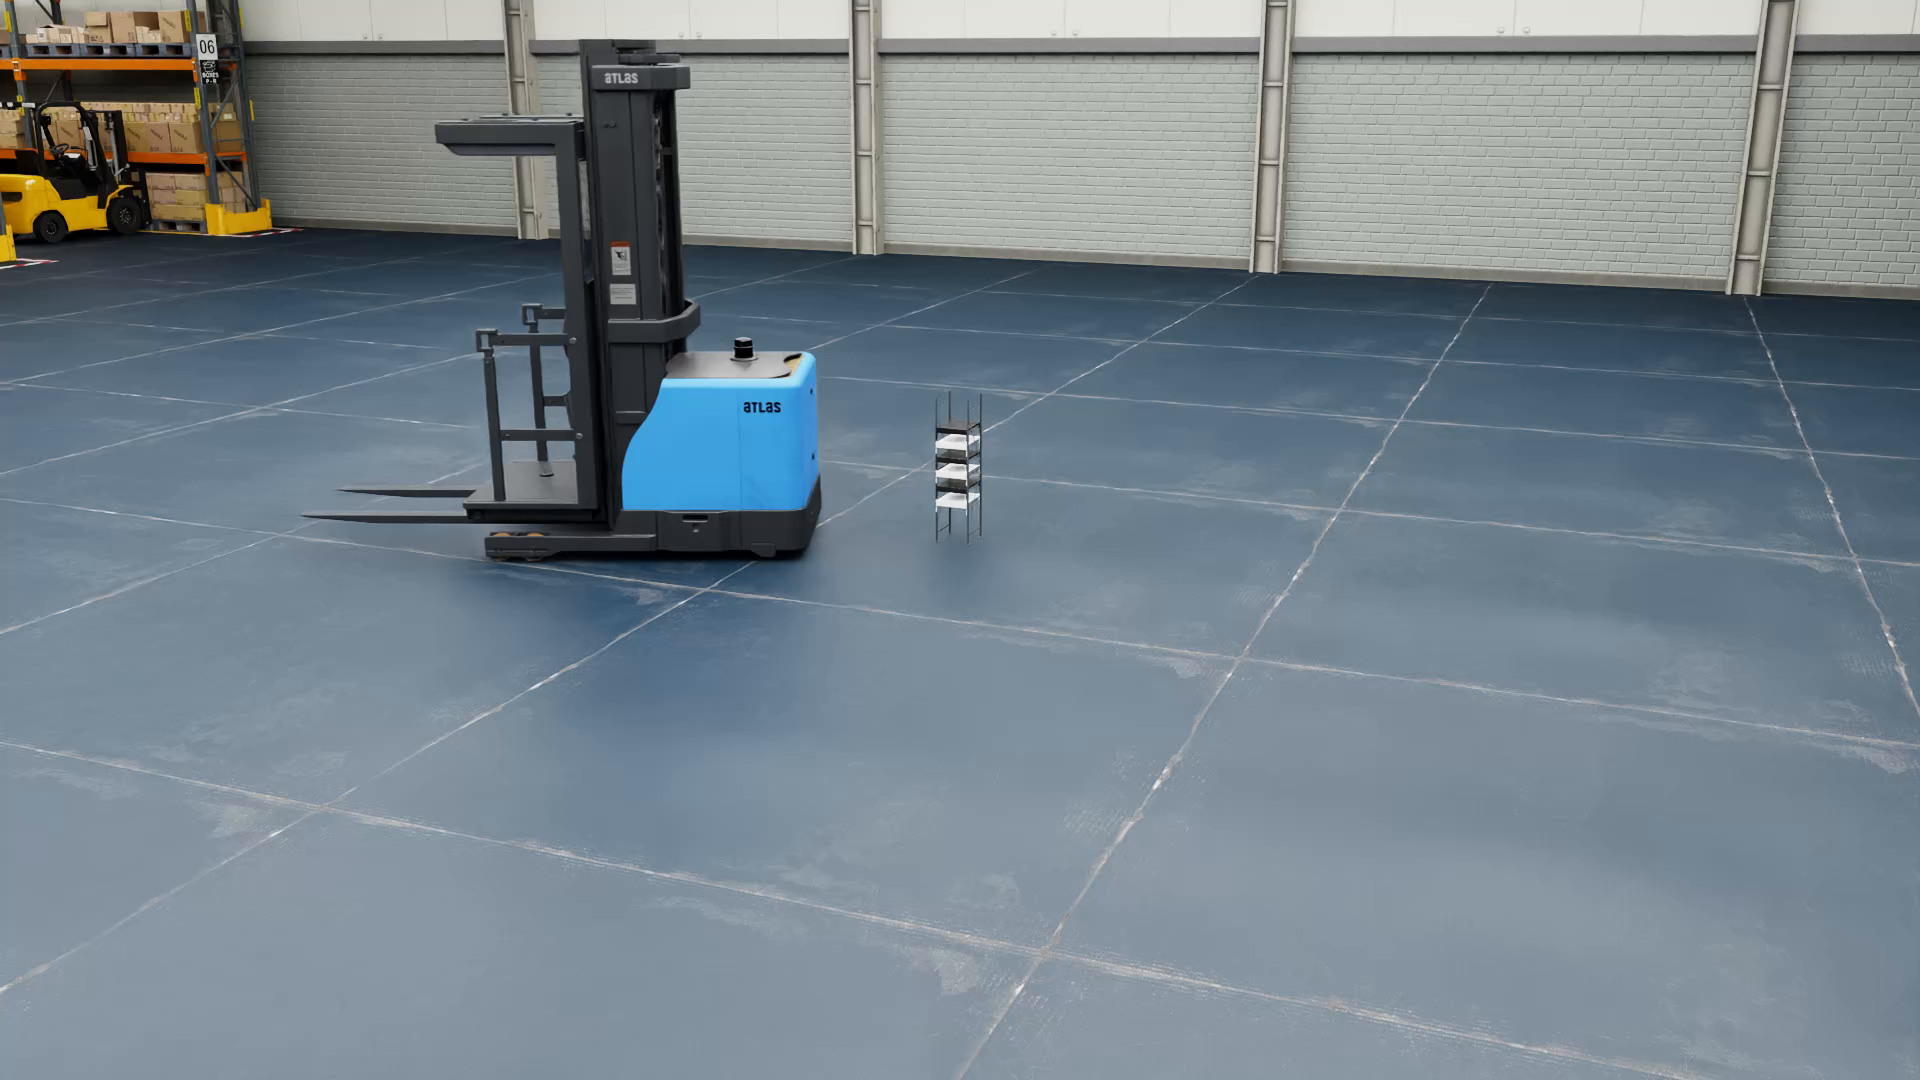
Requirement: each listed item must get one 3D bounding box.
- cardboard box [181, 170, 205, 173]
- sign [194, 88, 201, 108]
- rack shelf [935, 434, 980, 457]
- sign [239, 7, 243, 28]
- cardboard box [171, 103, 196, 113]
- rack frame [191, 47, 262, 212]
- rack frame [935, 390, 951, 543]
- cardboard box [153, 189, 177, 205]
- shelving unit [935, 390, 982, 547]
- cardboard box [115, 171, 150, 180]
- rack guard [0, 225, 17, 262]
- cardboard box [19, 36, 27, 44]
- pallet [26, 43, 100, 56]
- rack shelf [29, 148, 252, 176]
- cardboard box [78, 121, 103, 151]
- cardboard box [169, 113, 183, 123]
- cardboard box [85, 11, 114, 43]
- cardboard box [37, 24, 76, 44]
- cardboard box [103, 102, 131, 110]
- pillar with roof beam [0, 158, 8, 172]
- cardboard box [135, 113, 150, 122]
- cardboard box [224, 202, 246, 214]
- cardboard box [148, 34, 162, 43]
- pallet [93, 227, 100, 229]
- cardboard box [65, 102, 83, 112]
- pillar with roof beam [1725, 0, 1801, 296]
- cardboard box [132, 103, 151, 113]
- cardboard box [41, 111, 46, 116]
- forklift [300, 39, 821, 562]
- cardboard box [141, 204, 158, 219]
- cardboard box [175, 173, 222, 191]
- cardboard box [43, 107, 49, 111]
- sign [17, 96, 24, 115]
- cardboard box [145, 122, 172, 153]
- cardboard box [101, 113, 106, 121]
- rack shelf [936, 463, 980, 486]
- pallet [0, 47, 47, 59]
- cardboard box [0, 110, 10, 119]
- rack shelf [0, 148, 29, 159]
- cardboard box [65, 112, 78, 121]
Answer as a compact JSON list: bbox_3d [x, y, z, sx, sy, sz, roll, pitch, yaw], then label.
[{"bbox_3d":[-13.062,-6.185,28.484,0.500,0.250,0.500,6,17,21],"label":"cardboard box"},{"bbox_3d":[-12.431,-7.206,27.113,0.005,0.325,0.100,6,17,21],"label":"sign"},{"bbox_3d":[-0.008,-0.574,10.010,0.200,0.077,0.258,6,17,21],"label":"rack shelf"},{"bbox_3d":[-12.009,-8.717,27.730,0.005,0.325,0.100,6,17,21],"label":"sign"},{"bbox_3d":[-12.870,-7.177,27.639,0.250,0.149,0.380,6,17,21],"label":"cardboard box"},{"bbox_3d":[-12.219,-6.675,27.787,0.127,3.000,1.000,6,17,21],"label":"rack frame"},{"bbox_3d":[-0.102,-0.443,10.087,0.006,0.900,0.240,6,17,21],"label":"rack frame"},{"bbox_3d":[-13.249,-5.819,28.121,0.500,0.250,0.500,6,17,20],"label":"cardboard box"},{"bbox_3d":[-0.008,-0.433,10.051,0.210,0.900,0.258,6,17,21],"label":"shelving unit"},{"bbox_3d":[-14.180,-6.156,28.385,0.500,0.250,0.500,6,17,20],"label":"cardboard box"},{"bbox_3d":[-14.107,-4.195,23.727,0.348,0.500,1.175,6,17,21],"label":"rack guard"},{"bbox_3d":[-16.657,-8.792,29.216,0.250,0.149,0.380,6,17,21],"label":"cardboard box"},{"bbox_3d":[-15.137,-8.402,28.514,1.213,0.211,1.003,6,17,21],"label":"pallet"},{"bbox_3d":[-14.079,-6.534,28.592,4.000,0.370,1.077,6,17,21],"label":"rack shelf"},{"bbox_3d":[-14.661,-6.919,28.447,0.500,0.500,0.500,6,17,20],"label":"cardboard box"},{"bbox_3d":[-12.893,-7.016,27.618,0.250,0.149,0.380,7,17,22],"label":"cardboard box"},{"bbox_3d":[-14.166,-8.598,27.911,0.637,0.503,0.797,7,18,22],"label":"cardboard box"},{"bbox_3d":[-15.255,-8.584,28.208,0.500,0.311,0.500,7,17,22],"label":"cardboard box"},{"bbox_3d":[-14.286,-7.345,28.219,0.250,0.149,0.380,6,17,21],"label":"cardboard box"},{"bbox_3d":[-19.697,-9.359,26.270,0.400,9.000,9.100,6,17,21],"label":"pillar with roof beam"},{"bbox_3d":[-13.604,-7.102,27.914,0.250,0.149,0.380,6,17,19],"label":"cardboard box"},{"bbox_3d":[-12.604,-5.658,28.460,0.500,0.250,0.500,6,17,21],"label":"cardboard box"},{"bbox_3d":[-13.101,-8.251,27.352,0.250,0.149,0.380,6,17,19],"label":"cardboard box"},{"bbox_3d":[-15.215,-5.653,29.268,1.213,0.211,1.003,6,17,21],"label":"pallet"},{"bbox_3d":[-15.033,-7.397,28.398,0.250,0.149,0.380,7,17,22],"label":"cardboard box"},{"bbox_3d":[8.211,-6.290,15.699,0.400,9.000,9.100,6,17,21],"label":"pillar with roof beam"},{"bbox_3d":[-13.611,-7.239,27.853,0.250,0.149,0.380,7,18,22],"label":"cardboard box"},{"bbox_3d":[-15.740,-7.343,28.745,0.250,0.149,0.380,6,17,20],"label":"cardboard box"},{"bbox_3d":[-2.404,-1.429,9.837,3.031,2.935,1.130,0,16,1],"label":"forklift"},{"bbox_3d":[-13.693,-5.630,28.364,0.500,0.250,0.500,6,17,21],"label":"cardboard box"},{"bbox_3d":[-12.761,-6.003,27.856,0.500,0.250,0.500,7,18,22],"label":"cardboard box"},{"bbox_3d":[-15.752,-7.477,28.674,0.250,0.149,0.380,7,17,22],"label":"cardboard box"},{"bbox_3d":[-16.130,-7.461,28.558,0.005,0.325,0.100,6,17,21],"label":"sign"},{"bbox_3d":[-13.252,-6.761,27.903,0.500,0.500,0.500,7,18,22],"label":"cardboard box"},{"bbox_3d":[-14.308,-7.180,28.182,0.250,0.149,0.380,6,17,19],"label":"cardboard box"},{"bbox_3d":[-0.008,-0.401,10.060,0.200,0.077,0.258,6,17,21],"label":"rack shelf"},{"bbox_3d":[-16.765,-8.520,29.105,1.217,0.209,0.805,6,17,18],"label":"pallet"},{"bbox_3d":[-16.586,-7.443,29.089,0.250,0.149,0.380,6,17,20],"label":"cardboard box"},{"bbox_3d":[-17.800,-6.944,30.002,4.000,0.370,1.077,6,17,21],"label":"rack shelf"},{"bbox_3d":[-15.043,-7.253,28.435,0.250,0.149,0.380,7,17,22],"label":"cardboard box"}]
